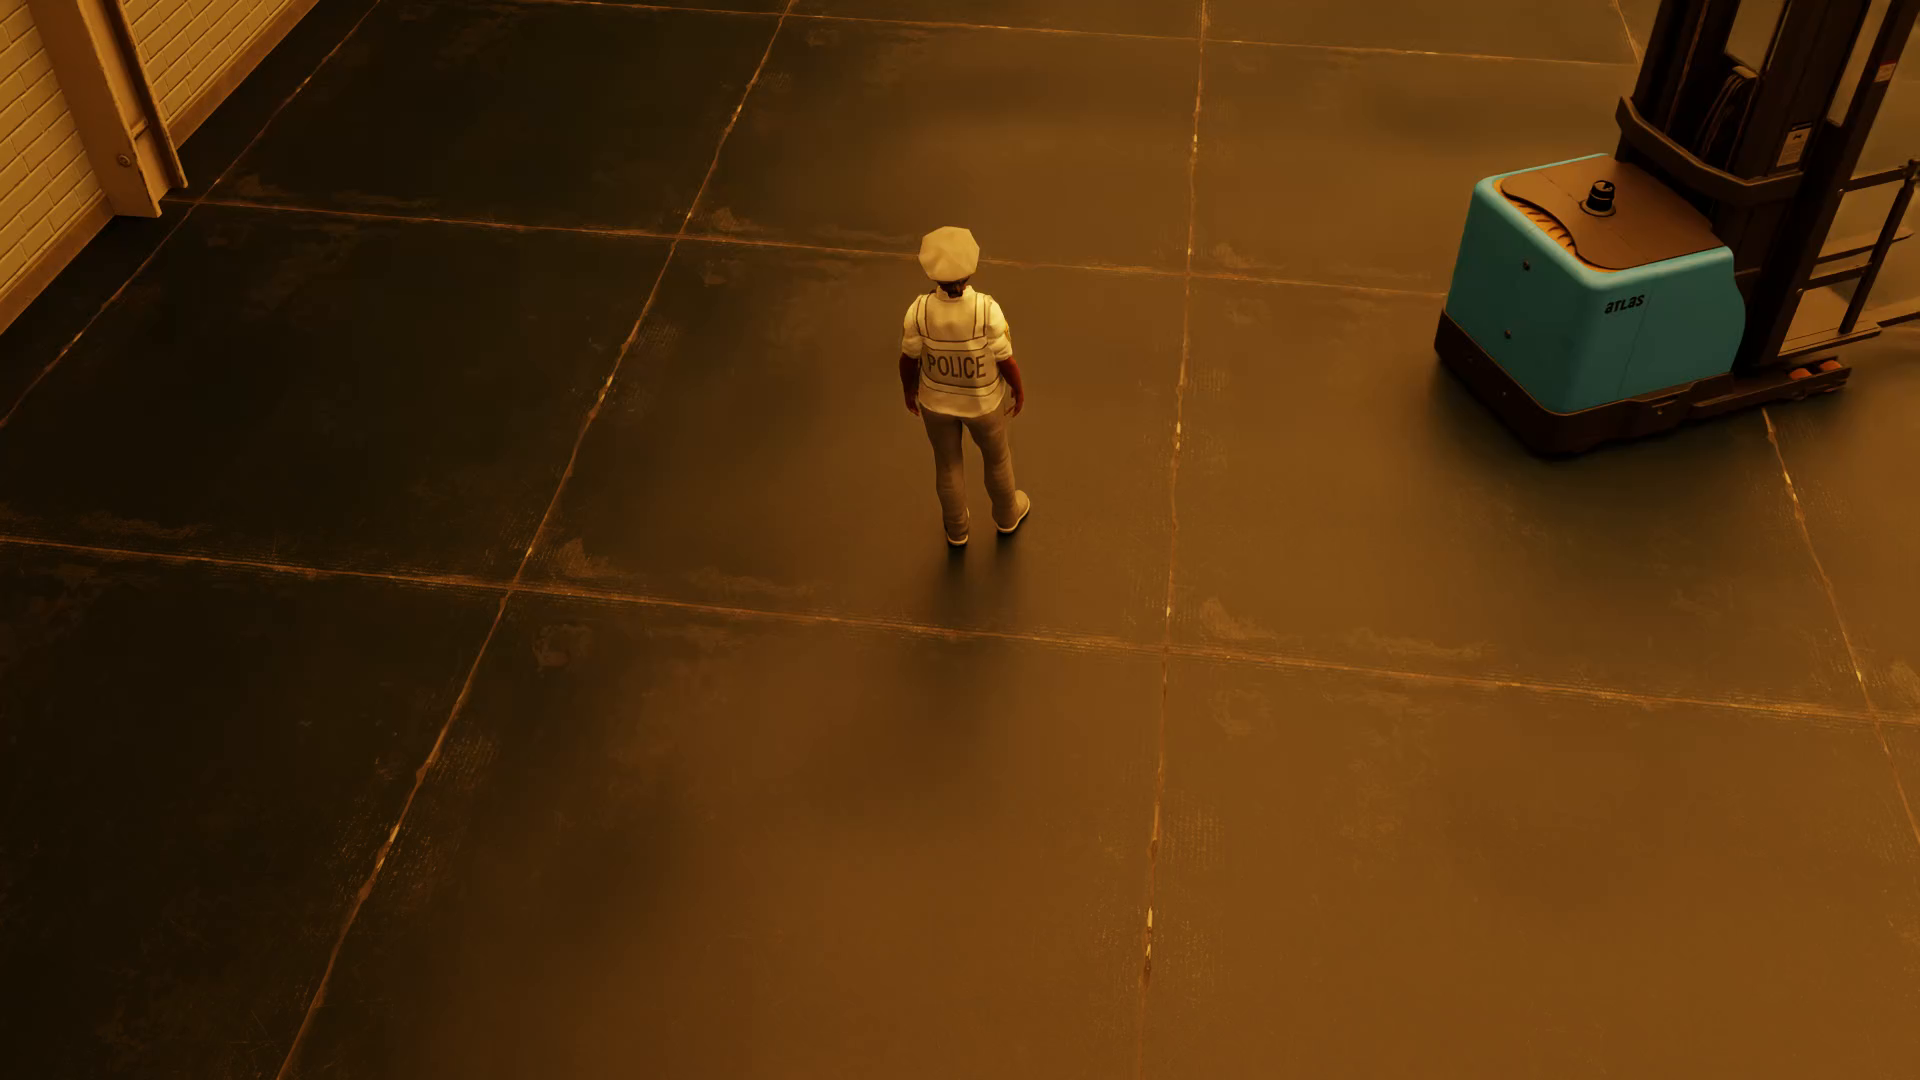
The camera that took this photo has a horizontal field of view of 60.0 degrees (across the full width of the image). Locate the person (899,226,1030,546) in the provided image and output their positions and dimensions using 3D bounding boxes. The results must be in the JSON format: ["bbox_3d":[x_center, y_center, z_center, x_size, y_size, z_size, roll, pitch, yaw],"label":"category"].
[{"bbox_3d":[0.030,-0.678,7.366,0.569,1.695,0.528,5,43,6],"label":"person"}]

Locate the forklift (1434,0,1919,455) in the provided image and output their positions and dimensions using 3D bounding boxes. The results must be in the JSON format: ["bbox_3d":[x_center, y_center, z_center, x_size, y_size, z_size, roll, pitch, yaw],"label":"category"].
[{"bbox_3d":[4.111,-2.129,8.042,3.031,2.935,1.130,-14,44,-15],"label":"forklift"}]
